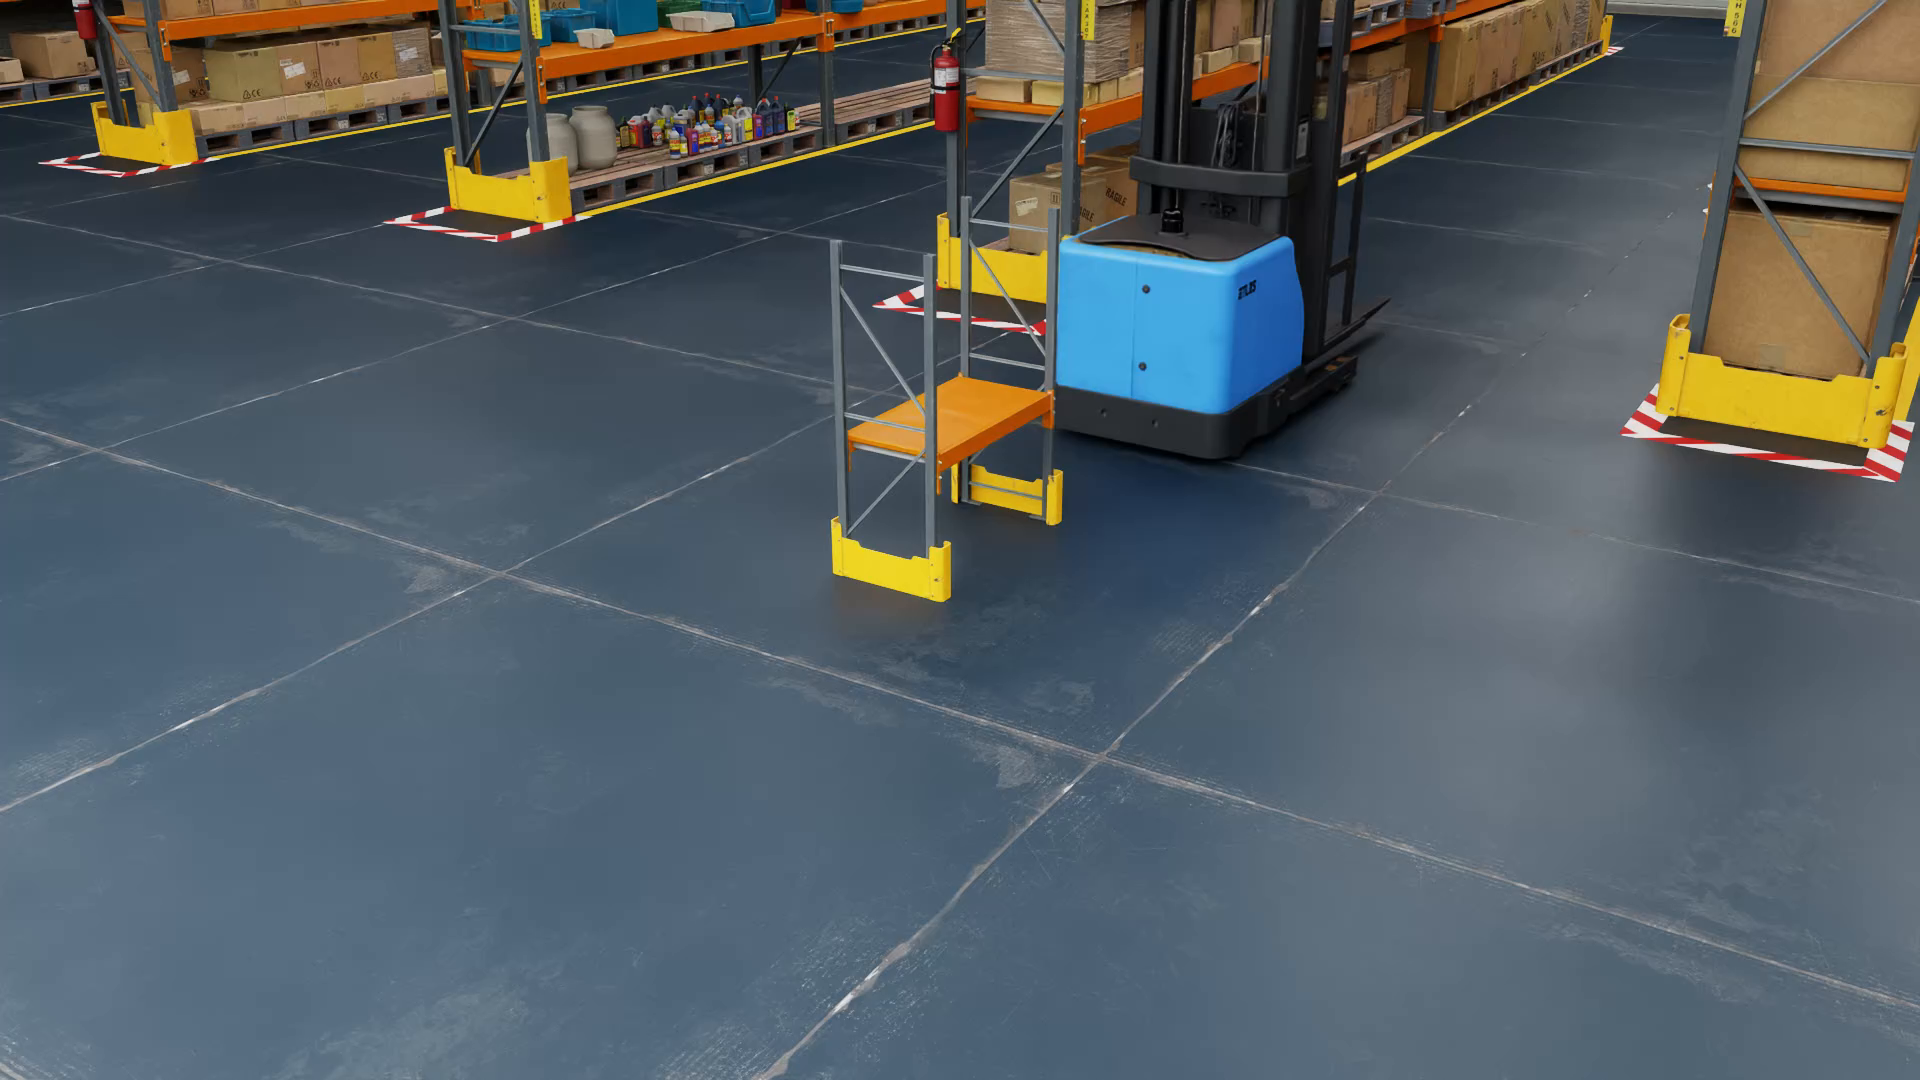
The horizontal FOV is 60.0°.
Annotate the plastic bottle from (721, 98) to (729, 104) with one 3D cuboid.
[{"bbox_3d":[-2.423,-4.324,16.837,0.152,0.276,0.135,15,28,31],"label":"plastic bottle"}]

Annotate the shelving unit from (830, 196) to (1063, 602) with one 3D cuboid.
[{"bbox_3d":[-0.040,-0.663,7.393,0.587,1.500,1.083,14,27,29],"label":"shelving unit"}]

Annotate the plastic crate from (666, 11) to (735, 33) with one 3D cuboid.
[{"bbox_3d":[-2.377,-4.780,15.349,0.530,0.136,0.437,14,27,29],"label":"plastic crate"}]

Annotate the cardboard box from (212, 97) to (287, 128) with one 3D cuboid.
[{"bbox_3d":[-7.319,-4.427,17.132,0.500,0.250,0.500,14,27,29],"label":"cardboard box"}]

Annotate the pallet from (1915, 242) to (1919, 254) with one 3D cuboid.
[{"bbox_3d":[6.976,-2.388,13.000,1.003,0.211,1.213,14,27,29],"label":"pallet"}]

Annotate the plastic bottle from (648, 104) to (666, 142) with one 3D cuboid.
[{"bbox_3d":[-2.936,-4.033,16.072,0.144,0.351,0.185,15,28,31],"label":"plastic bottle"}]

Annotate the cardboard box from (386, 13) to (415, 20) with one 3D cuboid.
[{"bbox_3d":[-8.378,-7.730,24.422,0.700,0.500,0.500,14,27,30],"label":"cardboard box"}]

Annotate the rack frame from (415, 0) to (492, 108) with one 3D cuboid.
[{"bbox_3d":[-5.942,-6.542,19.086,1.000,3.000,0.127,14,27,29],"label":"rack frame"}]

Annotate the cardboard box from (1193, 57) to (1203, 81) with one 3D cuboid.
[{"bbox_3d":[1.589,-3.531,12.448,0.380,0.149,0.250,14,27,29],"label":"cardboard box"}]

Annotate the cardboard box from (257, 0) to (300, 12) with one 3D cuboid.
[{"bbox_3d":[-7.255,-5.737,17.101,0.700,0.500,0.500,14,27,29],"label":"cardboard box"}]

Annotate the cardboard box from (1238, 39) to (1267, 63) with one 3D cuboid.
[{"bbox_3d":[2.248,-3.953,13.422,0.380,0.149,0.250,14,27,29],"label":"cardboard box"}]

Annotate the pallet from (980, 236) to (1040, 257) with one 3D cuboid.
[{"bbox_3d":[0.861,-2.127,12.398,1.003,0.211,1.213,14,27,29],"label":"pallet"}]

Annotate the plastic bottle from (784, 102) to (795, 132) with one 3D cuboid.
[{"bbox_3d":[-1.709,-4.226,16.603,0.061,0.283,0.133,15,28,32],"label":"plastic bottle"}]

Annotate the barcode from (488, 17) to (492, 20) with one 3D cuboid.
[{"bbox_3d":[-5.454,-6.036,19.302,0.001,0.075,0.075,14,27,29],"label":"barcode"}]

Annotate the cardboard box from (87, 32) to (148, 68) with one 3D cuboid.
[{"bbox_3d":[-10.666,-6.275,21.061,0.500,0.500,0.500,12,26,25],"label":"cardboard box"}]

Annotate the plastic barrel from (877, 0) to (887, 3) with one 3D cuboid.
[{"bbox_3d":[-0.907,-5.854,17.670,0.301,0.262,0.301,0,23,0],"label":"plastic barrel"}]

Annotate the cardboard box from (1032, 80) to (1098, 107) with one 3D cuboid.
[{"bbox_3d":[0.715,-3.046,11.326,0.380,0.149,0.250,14,27,29],"label":"cardboard box"}]

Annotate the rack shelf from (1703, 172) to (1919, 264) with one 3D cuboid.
[{"bbox_3d":[5.578,-2.386,10.391,1.077,0.370,4.000,14,27,29],"label":"rack shelf"}]

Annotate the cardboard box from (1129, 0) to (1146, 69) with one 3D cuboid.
[{"bbox_3d":[0.838,-3.671,11.953,0.875,0.500,0.500,14,27,29],"label":"cardboard box"}]

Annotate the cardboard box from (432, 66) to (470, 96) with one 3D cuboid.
[{"bbox_3d":[-6.001,-5.270,19.081,0.500,0.250,0.500,14,27,29],"label":"cardboard box"}]

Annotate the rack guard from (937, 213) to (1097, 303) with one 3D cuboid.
[{"bbox_3d":[0.402,-1.993,11.725,1.175,0.500,0.348,14,27,29],"label":"rack guard"}]

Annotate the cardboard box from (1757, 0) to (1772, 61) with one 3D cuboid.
[{"bbox_3d":[4.963,-2.928,9.189,0.875,0.550,0.550,14,27,29],"label":"cardboard box"}]

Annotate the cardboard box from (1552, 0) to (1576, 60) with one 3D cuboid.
[{"bbox_3d":[7.583,-6.892,22.041,0.875,0.875,0.875,14,27,29],"label":"cardboard box"}]

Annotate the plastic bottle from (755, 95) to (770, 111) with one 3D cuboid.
[{"bbox_3d":[-1.953,-4.241,16.552,0.144,0.351,0.185,14,27,29],"label":"plastic bottle"}]

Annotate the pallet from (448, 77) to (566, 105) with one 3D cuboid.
[{"bbox_3d":[-5.586,-5.519,20.233,1.003,0.211,1.213,14,27,29],"label":"pallet"}]

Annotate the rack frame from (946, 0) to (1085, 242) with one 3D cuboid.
[{"bbox_3d":[0.362,-3.115,11.169,1.000,3.000,0.127,14,27,29],"label":"rack frame"}]

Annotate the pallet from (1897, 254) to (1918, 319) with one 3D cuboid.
[{"bbox_3d":[6.165,-1.871,11.807,1.003,0.211,1.213,14,27,29],"label":"pallet"}]

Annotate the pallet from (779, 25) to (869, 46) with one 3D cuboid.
[{"bbox_3d":[-2.119,-7.680,25.224,1.003,0.211,1.213,14,27,29],"label":"pallet"}]

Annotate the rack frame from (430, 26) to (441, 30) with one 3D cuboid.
[{"bbox_3d":[-8.042,-8.929,24.599,1.000,3.000,0.127,14,27,29],"label":"rack frame"}]

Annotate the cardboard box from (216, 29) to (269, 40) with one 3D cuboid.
[{"bbox_3d":[-9.778,-6.885,22.472,0.700,0.500,0.500,15,28,31],"label":"cardboard box"}]

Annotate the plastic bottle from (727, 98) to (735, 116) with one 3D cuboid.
[{"bbox_3d":[-2.333,-4.305,16.785,0.061,0.283,0.133,14,27,29],"label":"plastic bottle"}]

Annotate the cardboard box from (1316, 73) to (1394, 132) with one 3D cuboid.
[{"bbox_3d":[3.964,-4.449,16.844,0.700,0.500,0.500,11,26,25],"label":"cardboard box"}]

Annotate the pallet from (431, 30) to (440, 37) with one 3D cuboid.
[{"bbox_3d":[-8.456,-7.386,24.545,1.003,0.211,1.213,14,27,29],"label":"pallet"}]

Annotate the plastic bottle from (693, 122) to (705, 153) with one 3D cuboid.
[{"bbox_3d":[-2.444,-3.765,15.551,0.097,0.271,0.097,0,23,0],"label":"plastic bottle"}]

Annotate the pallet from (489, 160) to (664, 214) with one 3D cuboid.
[{"bbox_3d":[-3.412,-3.181,14.833,1.003,0.211,1.213,14,27,29],"label":"pallet"}]

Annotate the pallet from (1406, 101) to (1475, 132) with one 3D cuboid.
[{"bbox_3d":[5.062,-4.785,18.538,1.003,0.211,1.213,14,27,29],"label":"pallet"}]

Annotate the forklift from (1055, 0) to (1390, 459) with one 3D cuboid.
[{"bbox_3d":[1.707,-2.295,9.363,1.130,2.935,3.031,14,27,30],"label":"forklift"}]

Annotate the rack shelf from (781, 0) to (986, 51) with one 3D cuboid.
[{"bbox_3d":[-0.681,-5.847,18.387,1.077,0.370,4.000,14,27,29],"label":"rack shelf"}]

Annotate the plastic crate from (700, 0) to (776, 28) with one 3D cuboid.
[{"bbox_3d":[-2.089,-5.004,15.720,0.499,0.251,0.616,14,27,29],"label":"plastic crate"}]

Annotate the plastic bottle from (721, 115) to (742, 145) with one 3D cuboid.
[{"bbox_3d":[-2.191,-3.949,15.971,0.152,0.276,0.135,14,27,30],"label":"plastic bottle"}]

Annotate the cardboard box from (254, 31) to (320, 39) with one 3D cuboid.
[{"bbox_3d":[-7.242,-5.219,18.019,0.500,0.500,0.500,14,27,29],"label":"cardboard box"}]

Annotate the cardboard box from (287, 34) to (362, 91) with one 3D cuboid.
[{"bbox_3d":[-6.786,-5.107,17.760,0.500,0.500,0.500,14,27,29],"label":"cardboard box"}]

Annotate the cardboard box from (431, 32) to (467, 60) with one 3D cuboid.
[{"bbox_3d":[-5.972,-5.927,19.892,0.500,0.311,0.500,14,27,29],"label":"cardboard box"}]

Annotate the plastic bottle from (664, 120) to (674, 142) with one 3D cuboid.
[{"bbox_3d":[-2.810,-3.954,16.077,0.097,0.201,0.097,0,23,0],"label":"plastic bottle"}]

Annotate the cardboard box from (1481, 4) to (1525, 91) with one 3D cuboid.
[{"bbox_3d":[5.901,-5.860,19.658,1.225,0.875,0.875,13,27,27],"label":"cardboard box"}]

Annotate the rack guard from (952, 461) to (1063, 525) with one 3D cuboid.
[{"bbox_3d":[0.222,-0.257,8.029,0.587,0.250,0.087,14,27,29],"label":"rack guard"}]

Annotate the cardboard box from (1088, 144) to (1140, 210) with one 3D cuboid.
[{"bbox_3d":[1.338,-2.784,13.022,0.500,0.500,0.500,17,29,34],"label":"cardboard box"}]

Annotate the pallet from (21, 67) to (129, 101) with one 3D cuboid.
[{"bbox_3d":[-11.119,-5.652,20.539,1.003,0.211,1.213,14,27,29],"label":"pallet"}]

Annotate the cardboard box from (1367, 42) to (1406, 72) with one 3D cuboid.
[{"bbox_3d":[4.254,-4.981,17.129,0.500,0.250,0.500,15,28,31],"label":"cardboard box"}]
